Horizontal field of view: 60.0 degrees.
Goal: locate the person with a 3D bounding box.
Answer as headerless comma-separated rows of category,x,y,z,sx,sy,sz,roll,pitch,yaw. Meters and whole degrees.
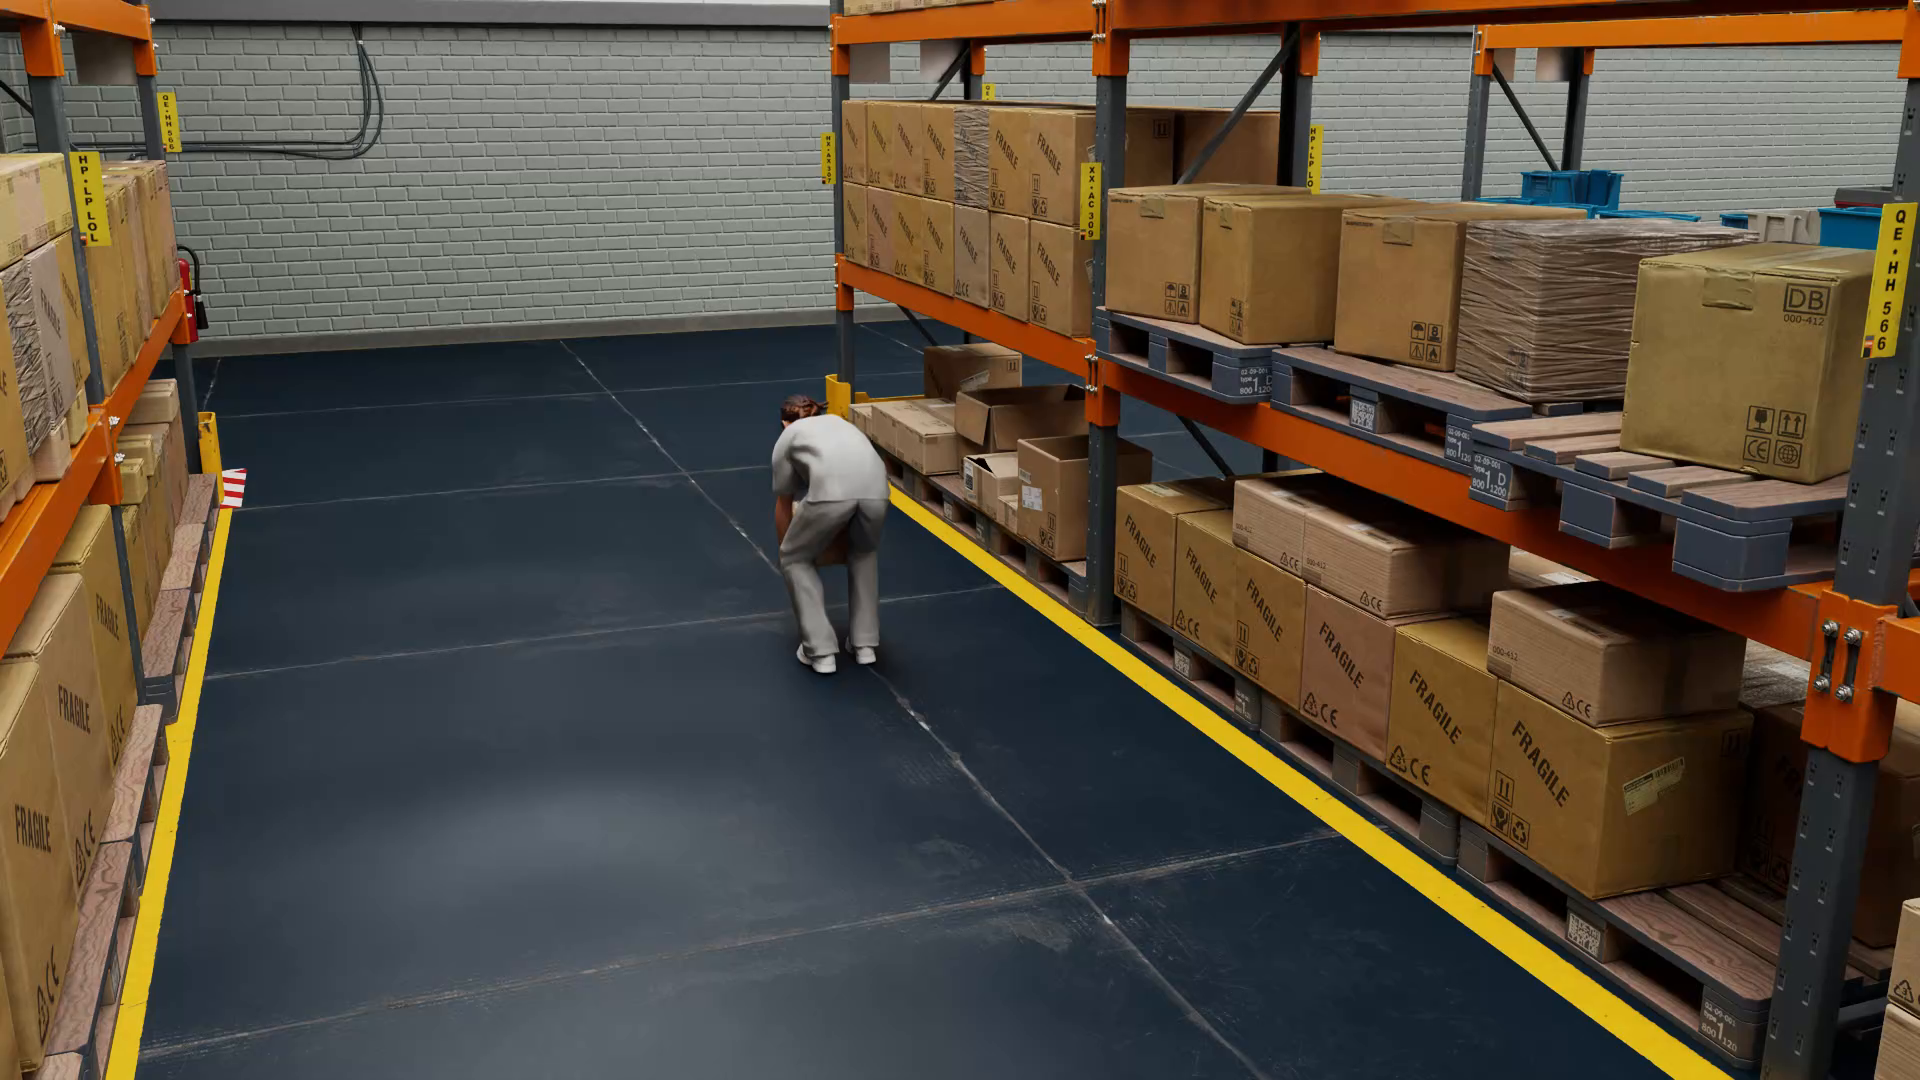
person,-0.586,-0.047,7.244,0.448,1.110,0.858,-7,17,-23
